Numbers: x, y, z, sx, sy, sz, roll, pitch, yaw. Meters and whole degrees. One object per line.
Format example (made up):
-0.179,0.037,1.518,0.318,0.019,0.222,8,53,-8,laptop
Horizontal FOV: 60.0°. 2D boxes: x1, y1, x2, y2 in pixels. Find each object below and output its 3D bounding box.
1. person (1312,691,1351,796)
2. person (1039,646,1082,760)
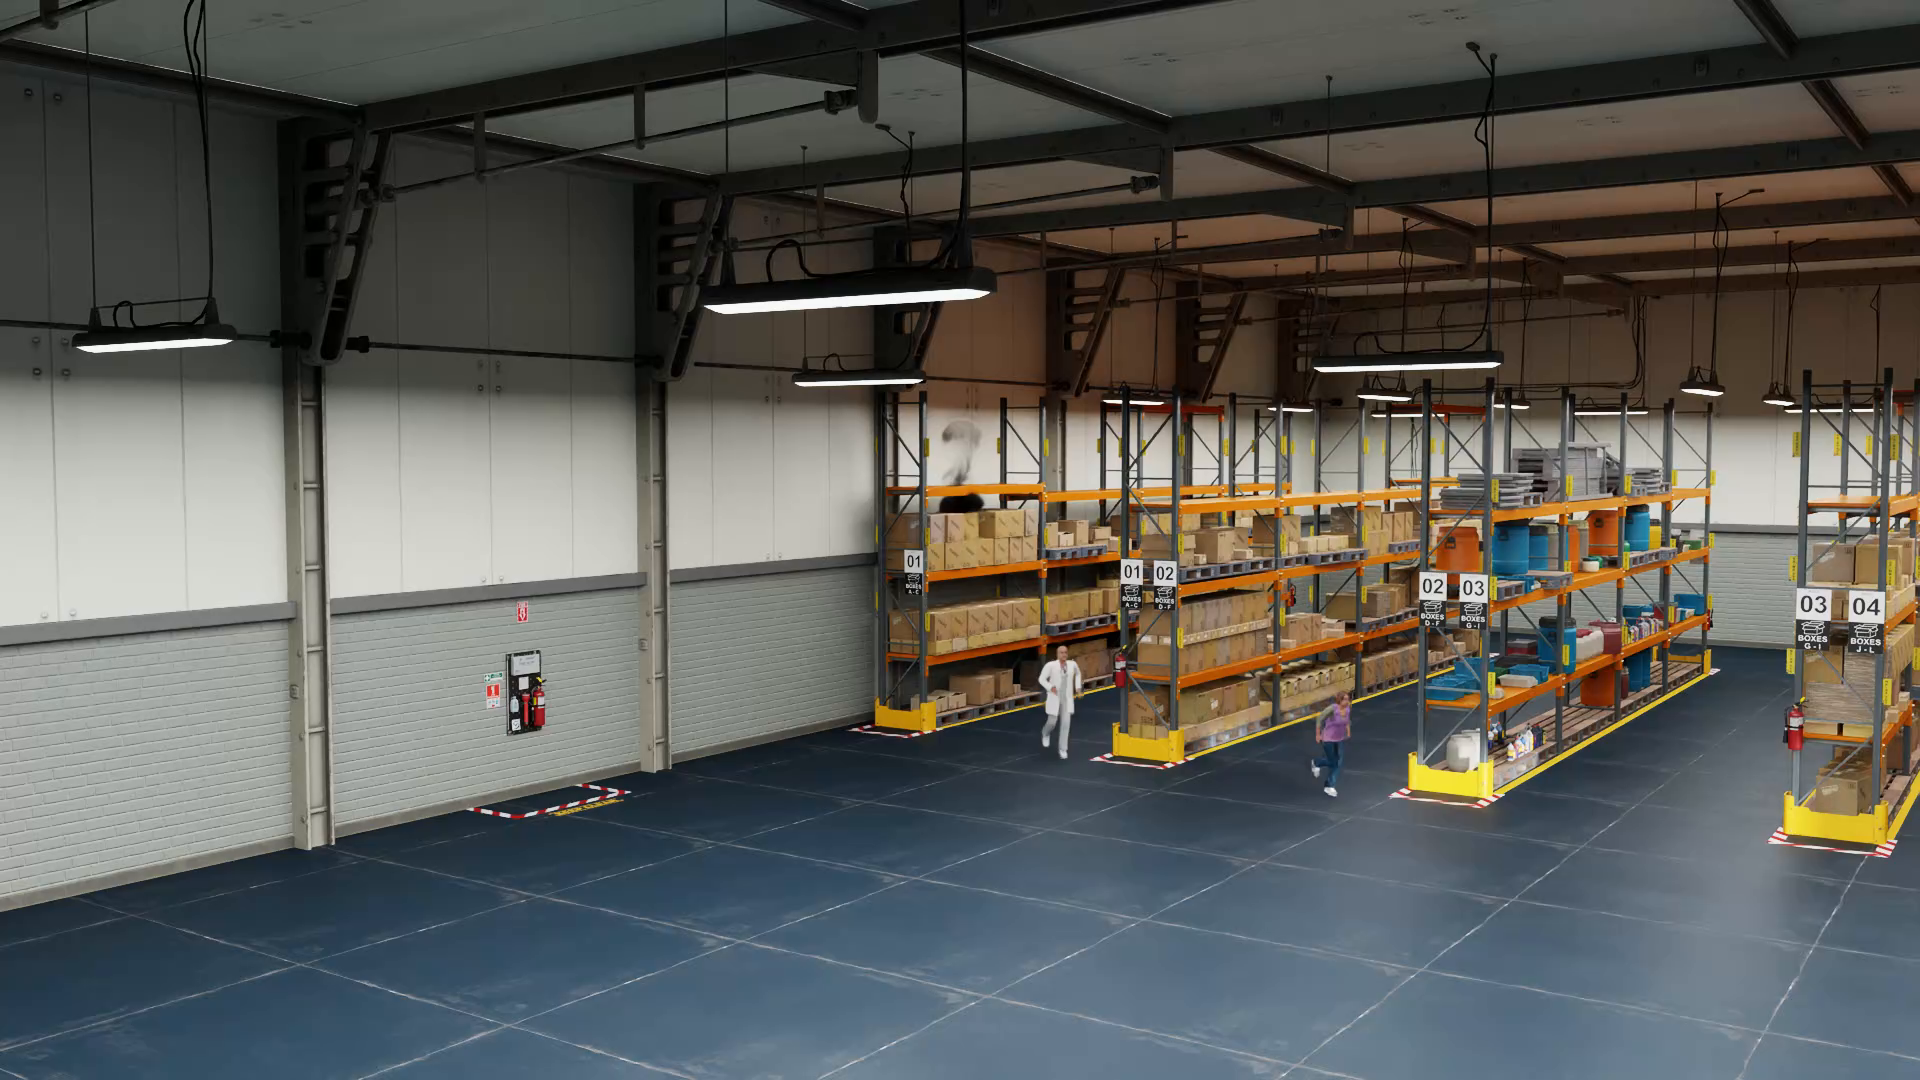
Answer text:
5.386,2.922,24.104,0.533,1.538,0.694,-2,4,-31,person
1.656,2.612,27.080,0.748,1.785,0.979,-1,3,-10,person
